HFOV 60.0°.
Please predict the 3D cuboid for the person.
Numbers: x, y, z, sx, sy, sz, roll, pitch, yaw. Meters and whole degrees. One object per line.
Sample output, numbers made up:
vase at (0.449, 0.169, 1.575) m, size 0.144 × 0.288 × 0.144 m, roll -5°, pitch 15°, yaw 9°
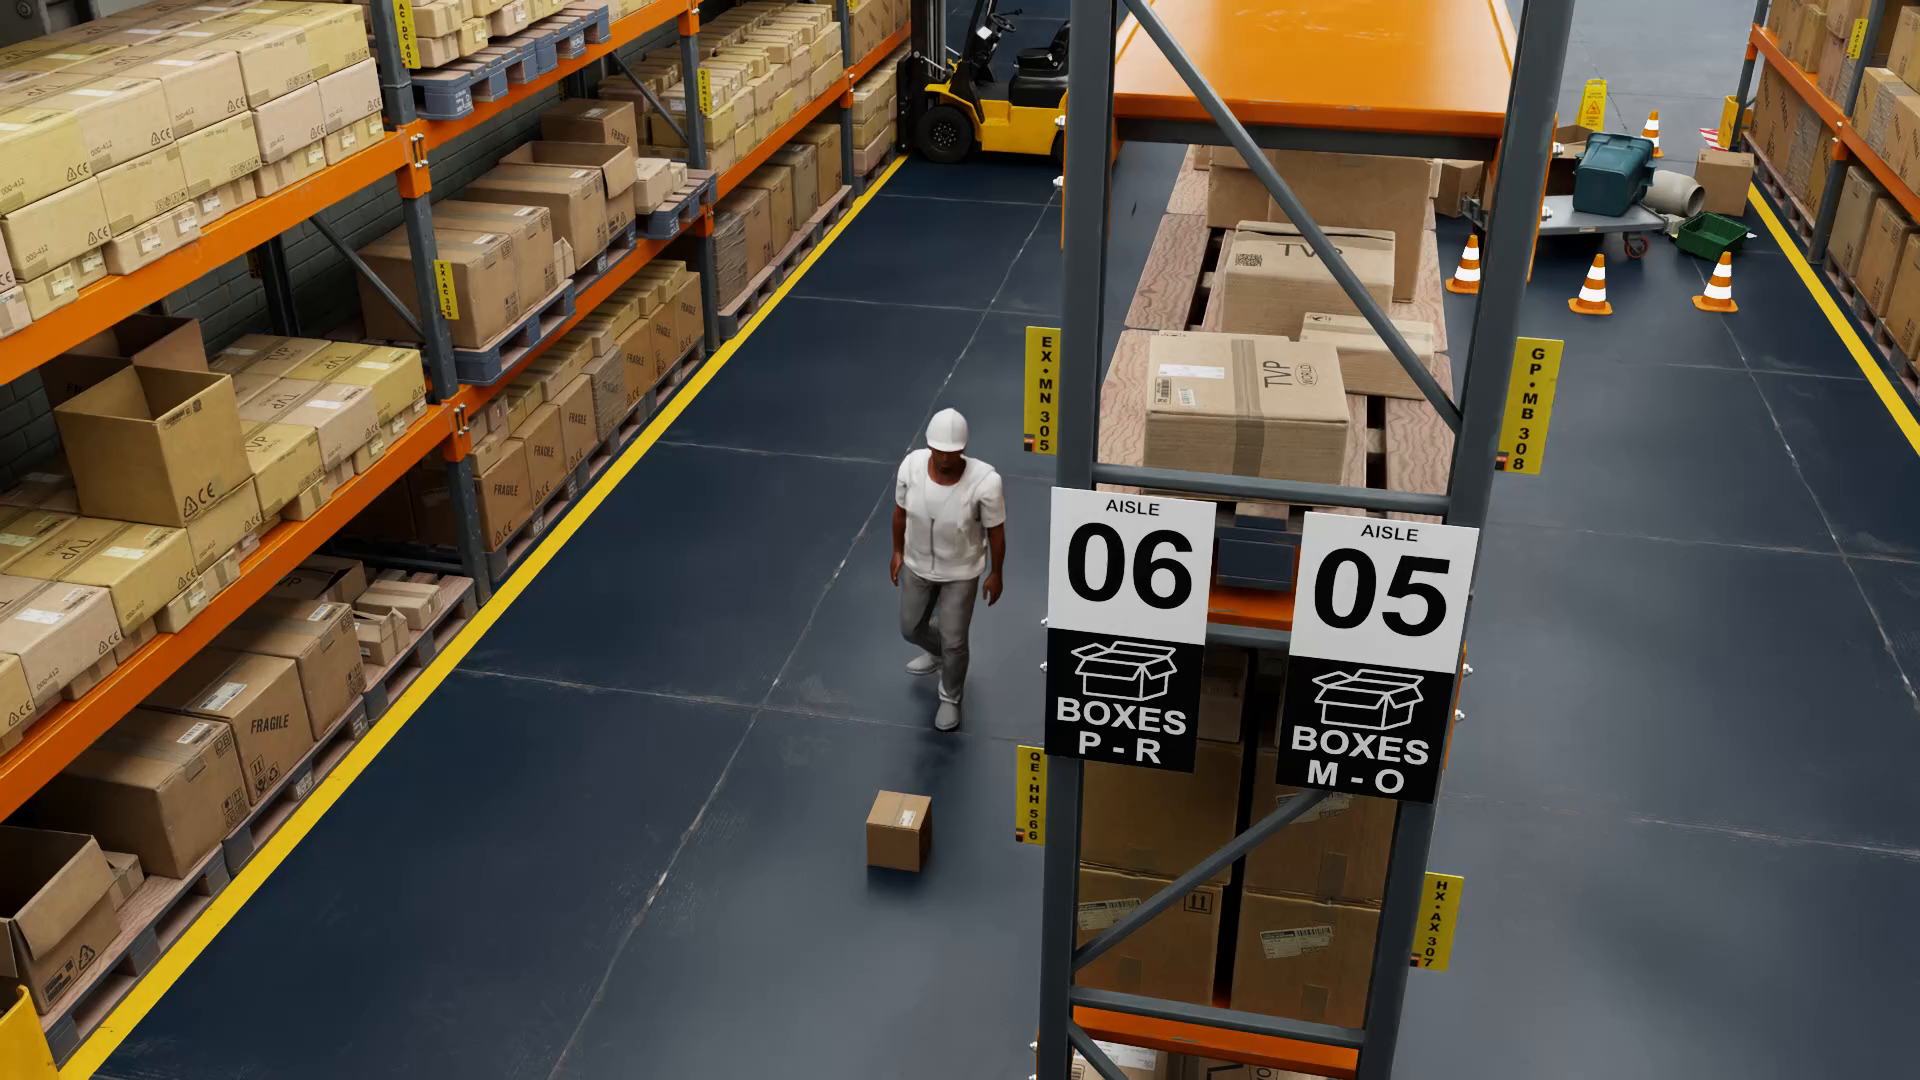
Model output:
person at (-0.052, 0.106, 8.408) m, size 0.604 × 1.757 × 0.569 m, roll 12°, pitch 31°, yaw 20°
